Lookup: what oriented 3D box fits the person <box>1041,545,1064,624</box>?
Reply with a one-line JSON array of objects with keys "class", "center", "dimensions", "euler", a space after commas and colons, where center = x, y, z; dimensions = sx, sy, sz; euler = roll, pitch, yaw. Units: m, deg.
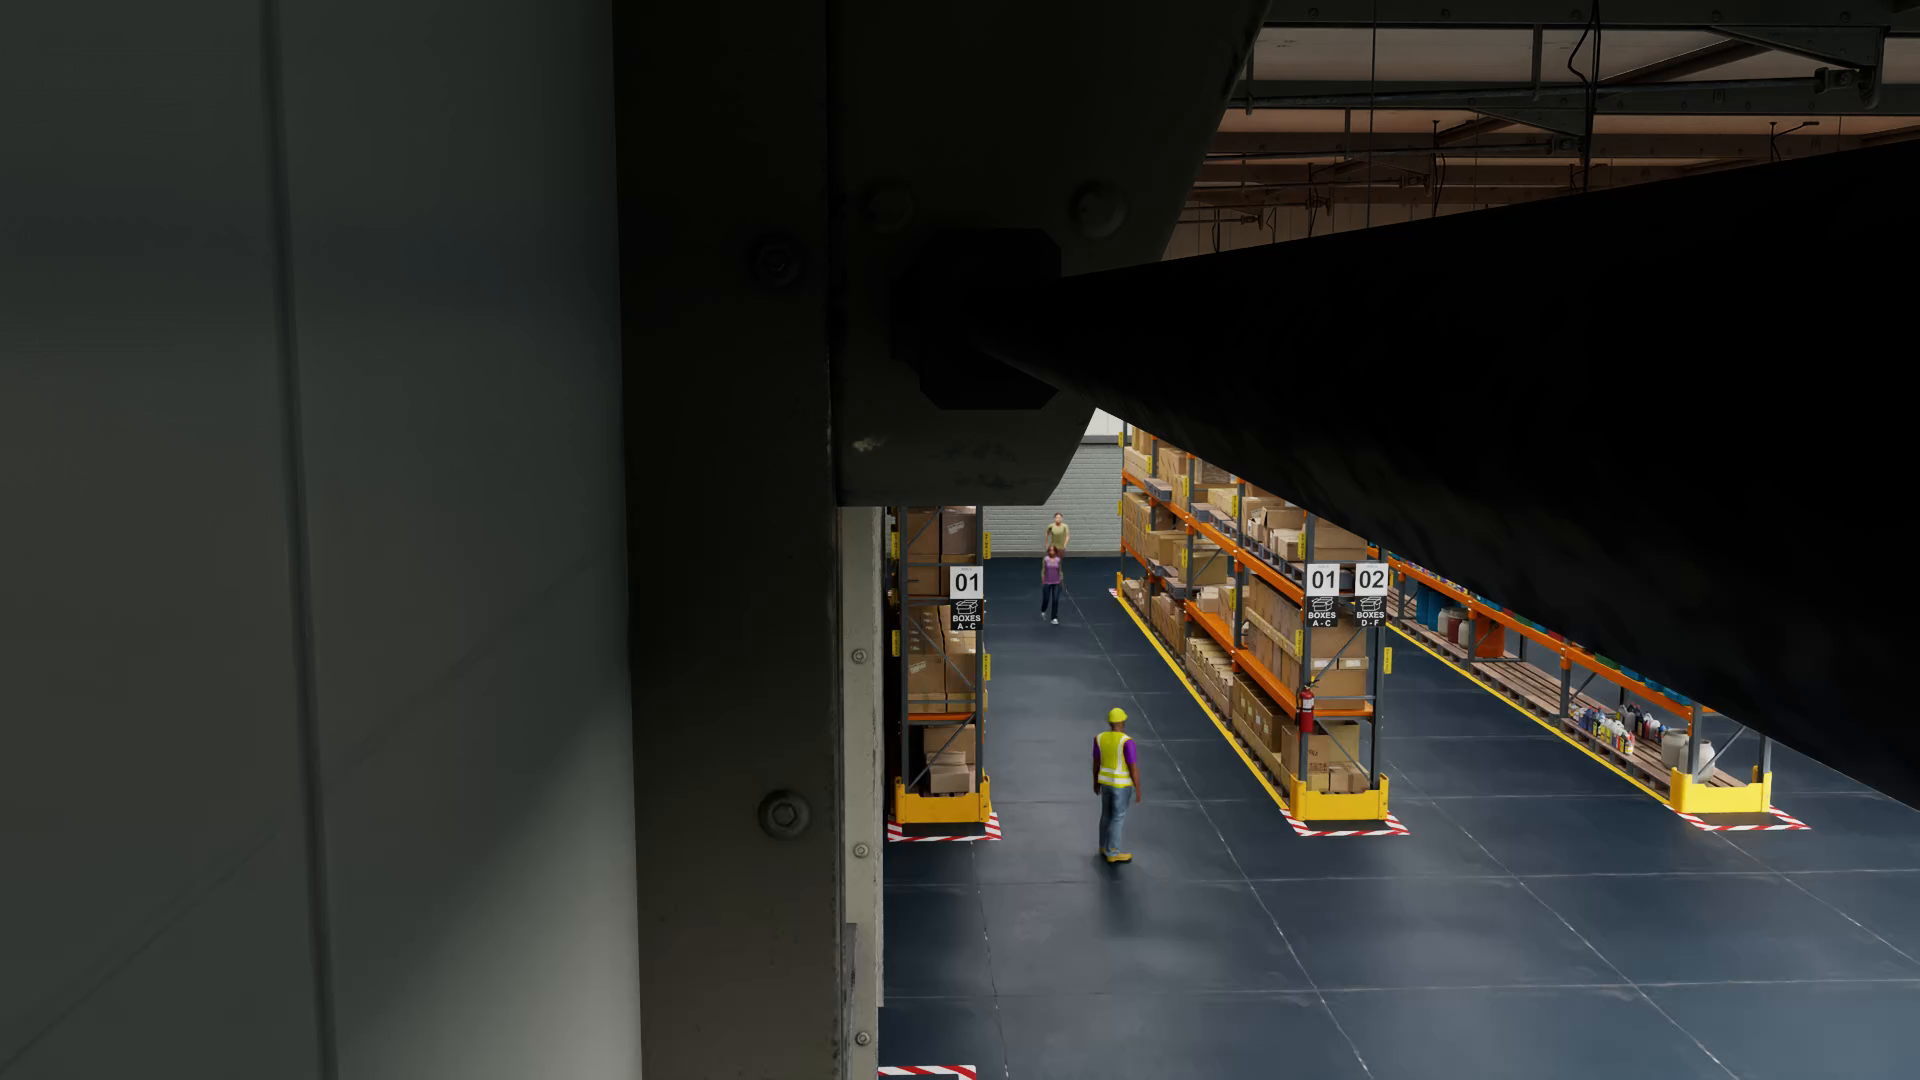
[{"class": "person", "center": [1.835, 0.875, 33.204], "dimensions": [0.431, 1.592, 0.479], "euler": [-1, 8, -9]}]

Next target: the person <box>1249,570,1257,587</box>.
[{"class": "person", "center": [5.806, 1.032, 31.655], "dimensions": [0.553, 1.718, 1.069], "euler": [-1, 8, -6]}]

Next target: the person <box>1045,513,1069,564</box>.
[{"class": "person", "center": [2.225, 0.209, 38.003], "dimensions": [0.523, 1.688, 0.890], "euler": [0, 8, -1]}]

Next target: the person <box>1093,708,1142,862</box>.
[{"class": "person", "center": [1.843, 2.802, 19.083], "dimensions": [0.488, 1.777, 0.641], "euler": [-7, 11, -42]}]
